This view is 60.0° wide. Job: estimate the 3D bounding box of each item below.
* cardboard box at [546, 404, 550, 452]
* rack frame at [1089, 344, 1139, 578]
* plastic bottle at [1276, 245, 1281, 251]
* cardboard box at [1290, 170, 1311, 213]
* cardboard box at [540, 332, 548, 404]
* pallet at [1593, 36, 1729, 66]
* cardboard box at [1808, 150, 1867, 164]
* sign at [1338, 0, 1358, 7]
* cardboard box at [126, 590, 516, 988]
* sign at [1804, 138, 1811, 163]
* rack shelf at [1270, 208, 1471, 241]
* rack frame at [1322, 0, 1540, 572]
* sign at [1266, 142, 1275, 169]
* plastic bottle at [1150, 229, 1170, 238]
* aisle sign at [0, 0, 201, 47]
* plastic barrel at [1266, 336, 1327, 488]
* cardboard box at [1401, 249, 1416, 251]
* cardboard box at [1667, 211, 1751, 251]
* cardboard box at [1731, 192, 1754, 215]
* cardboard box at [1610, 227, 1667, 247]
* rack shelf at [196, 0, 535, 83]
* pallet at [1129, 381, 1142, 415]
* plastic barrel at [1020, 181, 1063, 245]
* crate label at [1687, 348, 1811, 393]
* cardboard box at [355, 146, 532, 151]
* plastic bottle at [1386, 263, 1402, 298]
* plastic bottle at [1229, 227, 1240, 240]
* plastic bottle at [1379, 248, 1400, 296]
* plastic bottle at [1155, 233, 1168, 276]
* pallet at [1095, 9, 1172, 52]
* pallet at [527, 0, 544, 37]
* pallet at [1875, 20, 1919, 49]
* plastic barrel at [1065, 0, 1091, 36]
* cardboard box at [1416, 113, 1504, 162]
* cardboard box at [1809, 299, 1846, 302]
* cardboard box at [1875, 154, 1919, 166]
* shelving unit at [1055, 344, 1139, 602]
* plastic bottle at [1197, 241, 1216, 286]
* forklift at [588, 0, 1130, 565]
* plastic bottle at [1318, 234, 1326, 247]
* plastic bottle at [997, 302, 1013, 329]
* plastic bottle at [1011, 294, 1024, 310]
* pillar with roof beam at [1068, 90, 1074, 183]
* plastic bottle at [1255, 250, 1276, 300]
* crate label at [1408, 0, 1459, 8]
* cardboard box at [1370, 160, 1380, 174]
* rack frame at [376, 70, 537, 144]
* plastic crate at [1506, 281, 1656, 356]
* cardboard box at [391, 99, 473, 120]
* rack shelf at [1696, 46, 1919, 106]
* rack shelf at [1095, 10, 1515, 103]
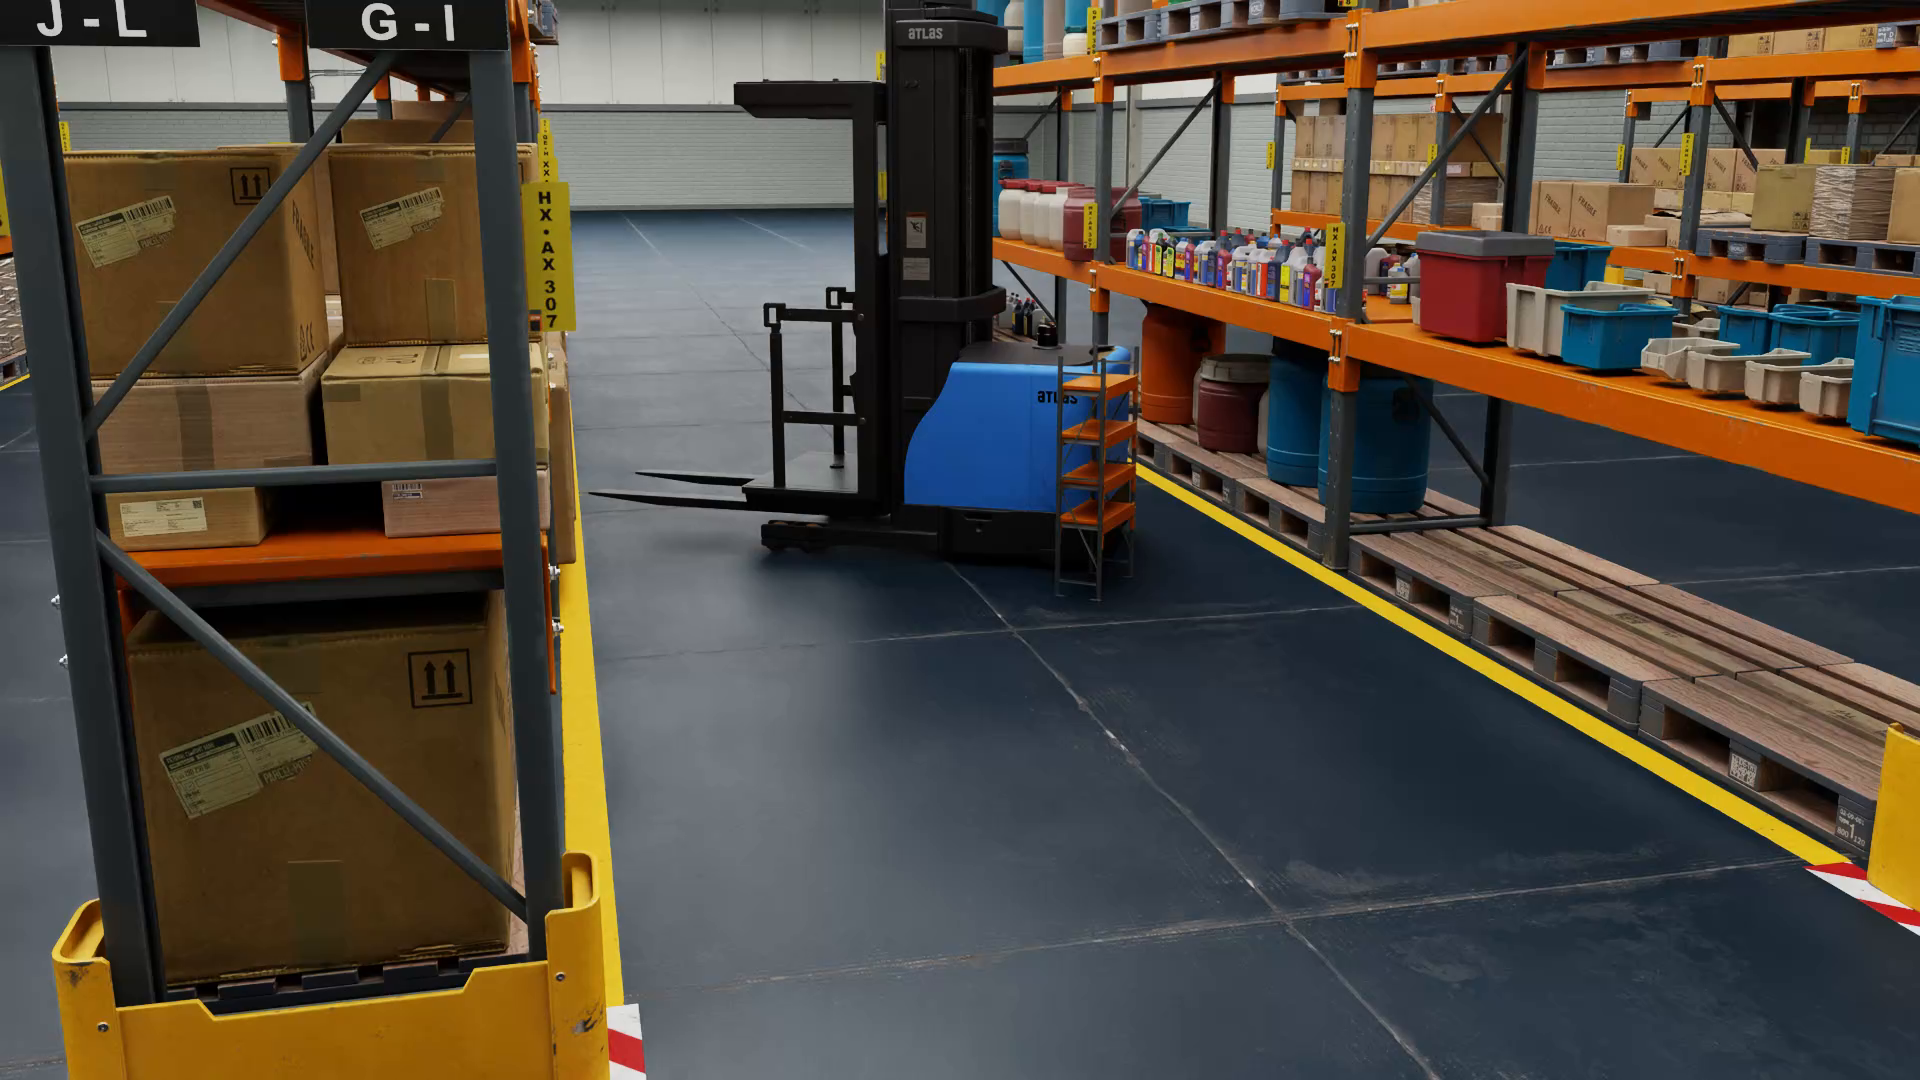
[{"bbox_3d":[-1.452,-0.350,5.067,0.380,0.149,0.250,-4,14,-14],"label":"cardboard box"},{"bbox_3d":[0.787,-0.397,8.525,0.240,1.200,0.015,6,15,24],"label":"rack frame"},{"bbox_3d":[2.177,-1.897,11.289,0.097,0.201,0.097,0,14,0],"label":"plastic bottle"},{"bbox_3d":[4.523,-4.317,20.566,0.700,0.500,0.500,-3,14,-13],"label":"cardboard box"},{"bbox_3d":[-1.540,-0.567,5.118,0.500,0.250,0.500,-4,14,-15],"label":"cardboard box"},{"bbox_3d":[6.059,-4.048,13.754,1.213,0.211,1.003,-3,14,-11],"label":"pallet"},{"bbox_3d":[9.768,-4.124,18.680,0.500,0.500,0.500,-3,14,-13],"label":"cardboard box"},{"bbox_3d":[1.893,-2.764,8.083,0.100,0.325,0.005,-3,14,-13],"label":"sign"},{"bbox_3d":[-1.675,0.551,4.445,0.875,0.875,0.875,-3,14,-13],"label":"cardboard box"},{"bbox_3d":[6.830,-3.088,13.472,0.100,0.325,0.005,-3,14,-13],"label":"sign"},{"bbox_3d":[4.896,-3.566,19.218,1.077,0.370,4.000,-3,14,-13],"label":"rack shelf"},{"bbox_3d":[2.429,-1.333,8.564,1.000,3.000,0.127,-3,14,-13],"label":"rack frame"},{"bbox_3d":[3.885,-4.806,20.788,0.100,0.325,0.005,-3,14,-13],"label":"sign"},{"bbox_3d":[1.424,-2.086,11.908,0.152,0.276,0.135,-3,14,-13],"label":"plastic bottle"},{"bbox_3d":[-1.721,-1.364,3.212,0.394,0.787,0.004,-3,14,-13],"label":"aisle sign"},{"bbox_3d":[2.151,-0.808,9.949,0.600,0.901,0.708,-3,14,-13],"label":"plastic barrel"},{"bbox_3d":[5.326,-3.042,18.885,0.500,0.500,0.500,-3,14,-13],"label":"cardboard box"},{"bbox_3d":[6.262,-2.574,13.831,0.500,0.311,0.500,-2,14,-10],"label":"cardboard box"},{"bbox_3d":[9.532,-3.991,19.715,0.500,0.250,0.500,-3,14,-13],"label":"cardboard box"},{"bbox_3d":[5.825,-2.601,14.283,0.380,0.149,0.250,-3,14,-13],"label":"cardboard box"},{"bbox_3d":[-1.916,-1.703,5.274,1.077,0.370,4.000,-3,14,-13],"label":"rack shelf"},{"bbox_3d":[1.345,-1.082,13.412,1.003,0.211,1.213,-3,14,-13],"label":"pallet"},{"bbox_3d":[0.734,-2.843,14.455,0.433,0.535,0.433,0,14,0],"label":"plastic barrel"},{"bbox_3d":[2.857,-0.620,6.074,0.396,0.136,0.243,-3,14,-13],"label":"crate label"},{"bbox_3d":[-1.542,-0.931,5.025,0.500,0.500,0.500,-4,14,-15],"label":"cardboard box"},{"bbox_3d":[2.558,-1.522,9.756,0.097,0.201,0.097,0,14,0],"label":"plastic bottle"},{"bbox_3d":[1.999,-2.130,12.070,0.061,0.283,0.133,-3,14,-13],"label":"plastic bottle"},{"bbox_3d":[2.549,-1.590,9.860,0.061,0.283,0.133,-3,14,-13],"label":"plastic bottle"},{"bbox_3d":[1.372,-1.941,11.298,0.061,0.283,0.133,-3,14,-13],"label":"plastic bottle"},{"bbox_3d":[1.574,-3.439,11.262,1.003,0.211,1.213,-3,14,-13],"label":"pallet"},{"bbox_3d":[-2.857,-2.942,9.226,1.003,0.211,1.213,-3,14,-11],"label":"pallet"},{"bbox_3d":[6.913,-3.368,10.967,1.213,0.211,1.003,-3,14,-13],"label":"pallet"},{"bbox_3d":[1.187,-4.472,14.036,0.600,0.901,0.708,-3,14,-13],"label":"plastic barrel"},{"bbox_3d":[5.255,-4.235,17.496,0.700,0.500,0.500,-3,14,-13],"label":"cardboard box"},{"bbox_3d":[10.025,-2.690,19.160,0.380,0.166,0.250,-5,15,-21],"label":"cardboard box"},{"bbox_3d":[10.266,-3.874,17.825,0.700,0.500,0.500,-3,14,-13],"label":"cardboard box"},{"bbox_3d":[0.685,-0.345,8.309,0.258,1.200,0.503,6,15,24],"label":"shelving unit"},{"bbox_3d":[1.602,-1.758,10.563,0.152,0.276,0.135,-3,14,-13],"label":"plastic bottle"},{"bbox_3d":[-0.602,-1.463,9.238,3.031,2.935,1.130,4,14,15],"label":"forklift"},{"bbox_3d":[2.339,-1.786,10.522,0.144,0.351,0.185,-3,14,-13],"label":"plastic bottle"},{"bbox_3d":[0.481,-2.406,17.768,0.152,0.276,0.135,-3,14,-13],"label":"plastic bottle"},{"bbox_3d":[0.619,-2.457,17.816,0.144,0.351,0.185,-3,14,-14],"label":"plastic bottle"},{"bbox_3d":[-0.985,-14.135,48.325,9.100,9.000,0.548,-3,14,-13],"label":"pillar with roof beam"},{"bbox_3d":[1.818,-1.546,9.698,0.152,0.276,0.135,-3,14,-13],"label":"plastic bottle"},{"bbox_3d":[2.263,-2.533,7.711,0.293,0.136,0.466,-3,14,-13],"label":"crate label"},{"bbox_3d":[4.797,-4.161,18.562,0.380,0.149,0.250,-3,14,-12],"label":"cardboard box"},{"bbox_3d":[-3.325,-1.980,11.211,1.000,3.000,0.127,-3,14,-13],"label":"rack frame"},{"bbox_3d":[2.608,-0.942,7.087,0.437,0.282,0.530,-3,14,-13],"label":"plastic crate"},{"bbox_3d":[-4.214,-3.207,14.084,1.000,1.000,1.000,-3,14,-13],"label":"cardboard box"},{"bbox_3d":[6.775,-3.177,11.308,1.077,0.370,4.000,-3,14,-13],"label":"rack shelf"},{"bbox_3d":[1.959,-2.902,10.181,1.077,0.370,4.000,-3,14,-13],"label":"rack shelf"}]
